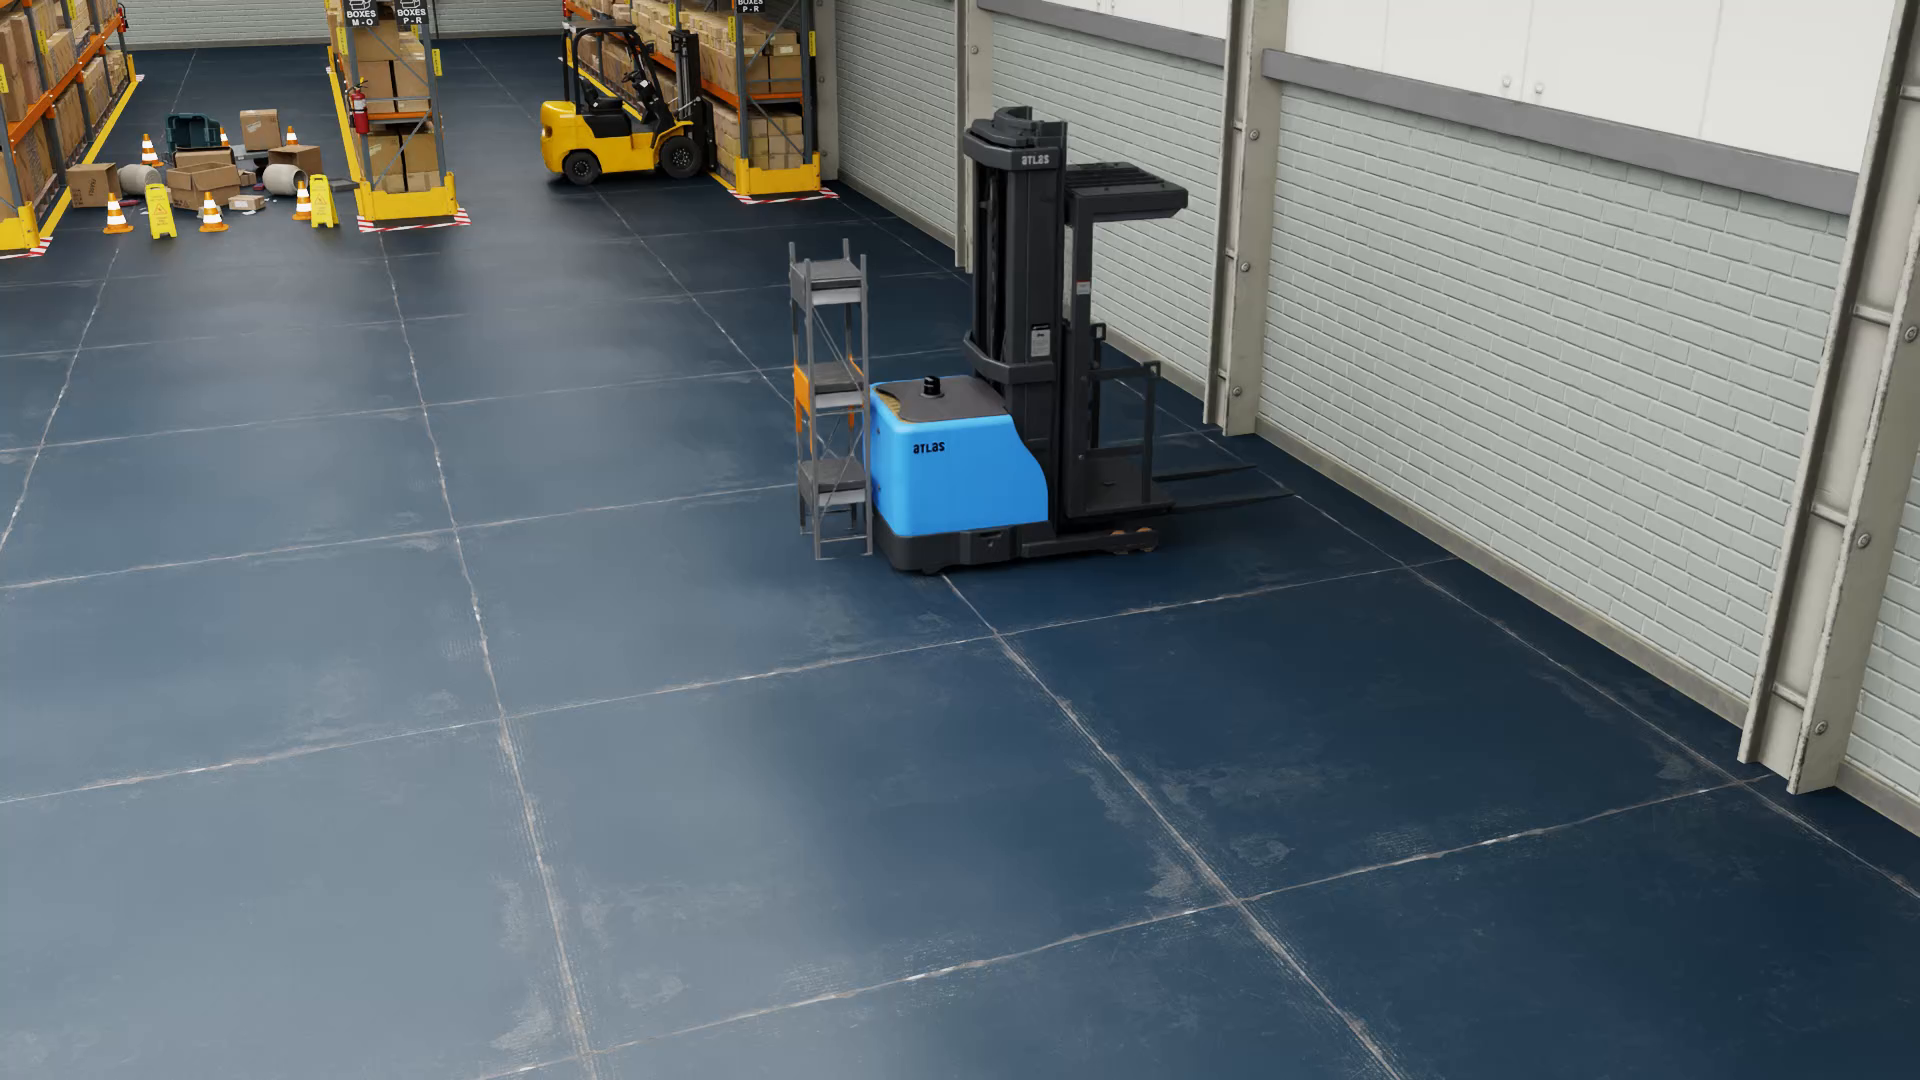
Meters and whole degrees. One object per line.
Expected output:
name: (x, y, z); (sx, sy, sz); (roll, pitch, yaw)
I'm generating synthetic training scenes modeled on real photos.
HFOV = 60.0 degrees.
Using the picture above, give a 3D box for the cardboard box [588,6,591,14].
cardboard box: (-7.376, -10.826, 33.896); (0.380, 0.149, 0.250); (-8, 24, -18)

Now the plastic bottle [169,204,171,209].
plastic bottle: (-10.705, -4.487, 22.317); (0.133, 0.061, 0.283); (-18, 29, -37)

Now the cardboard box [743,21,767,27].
cardboard box: (-2.999, -7.517, 24.375); (0.380, 0.149, 0.250); (-8, 24, -19)

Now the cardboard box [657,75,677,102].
cardboard box: (-4.703, -7.614, 28.470); (0.875, 0.625, 0.625); (-9, 25, -21)

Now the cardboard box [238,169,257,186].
cardboard box: (-10.336, -5.238, 23.836); (0.396, 0.266, 0.258); (12, 26, 27)

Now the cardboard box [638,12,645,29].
cardboard box: (-5.283, -9.009, 28.811); (0.500, 0.250, 0.500); (-8, 24, -17)

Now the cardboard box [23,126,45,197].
cardboard box: (-12.733, -5.022, 21.997); (0.875, 0.875, 0.875); (-8, 24, -19)

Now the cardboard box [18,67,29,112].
cardboard box: (-12.493, -5.721, 21.269); (0.875, 0.550, 0.500); (-8, 24, -19)

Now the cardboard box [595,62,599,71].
cardboard box: (-7.272, -9.720, 34.078); (0.380, 0.149, 0.250); (-9, 25, -21)

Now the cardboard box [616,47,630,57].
cardboard box: (-6.402, -9.385, 31.998); (0.380, 0.149, 0.250); (-7, 24, -17)

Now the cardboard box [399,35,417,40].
cardboard box: (-8.038, -6.958, 23.885); (0.500, 0.500, 0.500); (-8, 24, -17)

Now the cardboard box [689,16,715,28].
cardboard box: (-3.869, -7.815, 25.082); (0.380, 0.149, 0.250); (-8, 24, -18)

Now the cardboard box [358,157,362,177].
cardboard box: (-8.106, -5.197, 23.218); (0.500, 0.250, 0.500); (-9, 25, -21)

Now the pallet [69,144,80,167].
pallet: (-13.989, -5.802, 25.243); (1.003, 0.211, 1.213); (-8, 24, -19)

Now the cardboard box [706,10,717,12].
cardboard box: (-4.204, -8.652, 27.452); (0.380, 0.149, 0.250); (-8, 24, -19)

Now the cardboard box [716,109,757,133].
cardboard box: (-3.201, -6.014, 23.868); (0.500, 0.250, 0.500); (-8, 24, -18)

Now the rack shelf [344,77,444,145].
rack shelf: (-7.910, -6.030, 23.121); (1.077, 0.370, 4.000); (-8, 24, -19)

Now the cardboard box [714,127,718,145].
cardboard box: (-3.394, -5.977, 24.424); (0.500, 0.250, 0.500); (-9, 24, -20)

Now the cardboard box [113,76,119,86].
cardboard box: (-16.362, -8.801, 31.900); (0.380, 0.149, 0.250); (-9, 24, -20)

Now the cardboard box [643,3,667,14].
cardboard box: (-5.236, -9.133, 28.593); (0.380, 0.149, 0.250); (-8, 24, -18)

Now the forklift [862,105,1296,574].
forklift: (0.879, -1.436, 11.384); (3.031, 2.935, 1.130); (-7, 24, -16)

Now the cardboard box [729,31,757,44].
cardboard box: (-3.001, -6.986, 23.116); (0.380, 0.149, 0.250); (-8, 24, -19)

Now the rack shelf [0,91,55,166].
rack shelf: (-12.505, -5.314, 21.423); (1.077, 0.370, 4.000); (-8, 24, -19)

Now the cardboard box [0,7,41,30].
cardboard box: (-13.754, -7.429, 24.098); (0.700, 0.500, 0.500); (-8, 24, -19)

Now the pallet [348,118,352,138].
pallet: (-9.755, -6.973, 28.021); (1.003, 0.211, 1.213); (-8, 24, -19)

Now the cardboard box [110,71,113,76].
cardboard box: (-16.327, -8.837, 31.601); (0.380, 0.149, 0.250); (-7, 24, -17)

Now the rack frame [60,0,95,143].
rack frame: (-14.625, -7.826, 26.456); (1.000, 3.000, 0.127); (-8, 24, -19)

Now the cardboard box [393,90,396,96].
cardboard box: (-7.569, -6.144, 22.789); (0.380, 0.149, 0.250); (-7, 24, -17)

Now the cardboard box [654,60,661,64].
cardboard box: (-5.511, -8.977, 31.028); (0.380, 0.149, 0.250); (-8, 24, -18)

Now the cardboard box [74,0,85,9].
cardboard box: (-15.617, -9.415, 29.242); (0.380, 0.149, 0.250); (-9, 25, -21)

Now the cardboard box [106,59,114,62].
cardboard box: (-16.494, -9.158, 31.980); (0.380, 0.149, 0.250); (-8, 24, -19)

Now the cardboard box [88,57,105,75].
cardboard box: (-15.538, -8.431, 29.602); (0.500, 0.250, 0.500); (-9, 24, -20)

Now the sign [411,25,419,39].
sign: (-8.111, -7.565, 24.721); (0.100, 0.325, 0.005); (-8, 24, -19)

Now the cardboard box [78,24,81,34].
cardboard box: (-15.155, -8.670, 28.241); (0.380, 0.149, 0.250); (-9, 25, -21)

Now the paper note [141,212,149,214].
paper note: (-10.749, -4.338, 22.004); (0.144, 0.017, 0.142); (0, 23, -1)

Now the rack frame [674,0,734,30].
rack frame: (-3.974, -7.771, 26.325); (1.000, 3.000, 0.127); (-8, 24, -19)

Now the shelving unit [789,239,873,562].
shelving unit: (-0.869, -0.935, 11.265); (0.431, 2.100, 0.503); (-7, 24, -16)

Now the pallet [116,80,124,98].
pallet: (-16.743, -8.677, 32.066); (1.003, 0.211, 1.213); (-8, 24, -19)

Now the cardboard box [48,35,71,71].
cardboard box: (-13.863, -7.382, 25.274); (0.500, 0.500, 0.500); (-9, 24, -20)

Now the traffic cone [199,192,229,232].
traffic cone: (-9.480, -4.169, 21.046); (0.336, 0.463, 0.334); (-8, 24, -19)

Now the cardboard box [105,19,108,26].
cardboard box: (-16.342, -9.783, 31.423); (0.380, 0.149, 0.250); (-7, 24, -17)

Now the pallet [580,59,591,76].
pallet: (-7.477, -10.086, 35.409); (1.003, 0.211, 1.213); (-8, 24, -19)

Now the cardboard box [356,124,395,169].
cardboard box: (-7.918, -5.351, 22.619); (0.500, 0.500, 0.500); (-7, 24, -17)

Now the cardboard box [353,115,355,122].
cardboard box: (-8.100, -5.773, 22.784); (0.380, 0.149, 0.250); (-7, 24, -17)

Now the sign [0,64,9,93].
sign: (-11.277, -5.428, 19.551); (0.100, 0.325, 0.005); (-8, 24, -19)

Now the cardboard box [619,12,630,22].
cardboard box: (-5.978, -9.488, 30.182); (0.380, 0.149, 0.250); (-8, 24, -18)

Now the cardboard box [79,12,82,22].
cardboard box: (-15.342, -8.997, 28.634); (0.380, 0.149, 0.250); (-10, 25, -22)

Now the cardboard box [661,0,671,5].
cardboard box: (-5.083, -9.479, 29.413); (0.380, 0.149, 0.250); (-8, 24, -17)

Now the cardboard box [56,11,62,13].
cardboard box: (-14.786, -8.559, 27.212); (0.380, 0.149, 0.250); (-8, 24, -19)

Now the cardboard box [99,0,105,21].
cardboard box: (-16.158, -9.856, 30.760); (0.500, 0.500, 0.500); (-8, 24, -19)

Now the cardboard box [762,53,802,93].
cardboard box: (-2.476, -6.582, 23.375); (0.500, 0.500, 0.500); (-8, 24, -17)

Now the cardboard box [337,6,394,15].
cardboard box: (-8.082, -6.991, 22.675); (0.700, 0.500, 0.500); (-9, 24, -19)

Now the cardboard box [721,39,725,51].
cardboard box: (-3.175, -7.033, 23.610); (0.380, 0.149, 0.250); (-9, 24, -19)

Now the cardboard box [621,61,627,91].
cardboard box: (-6.092, -8.763, 31.357); (0.500, 0.500, 0.500); (-7, 24, -17)
